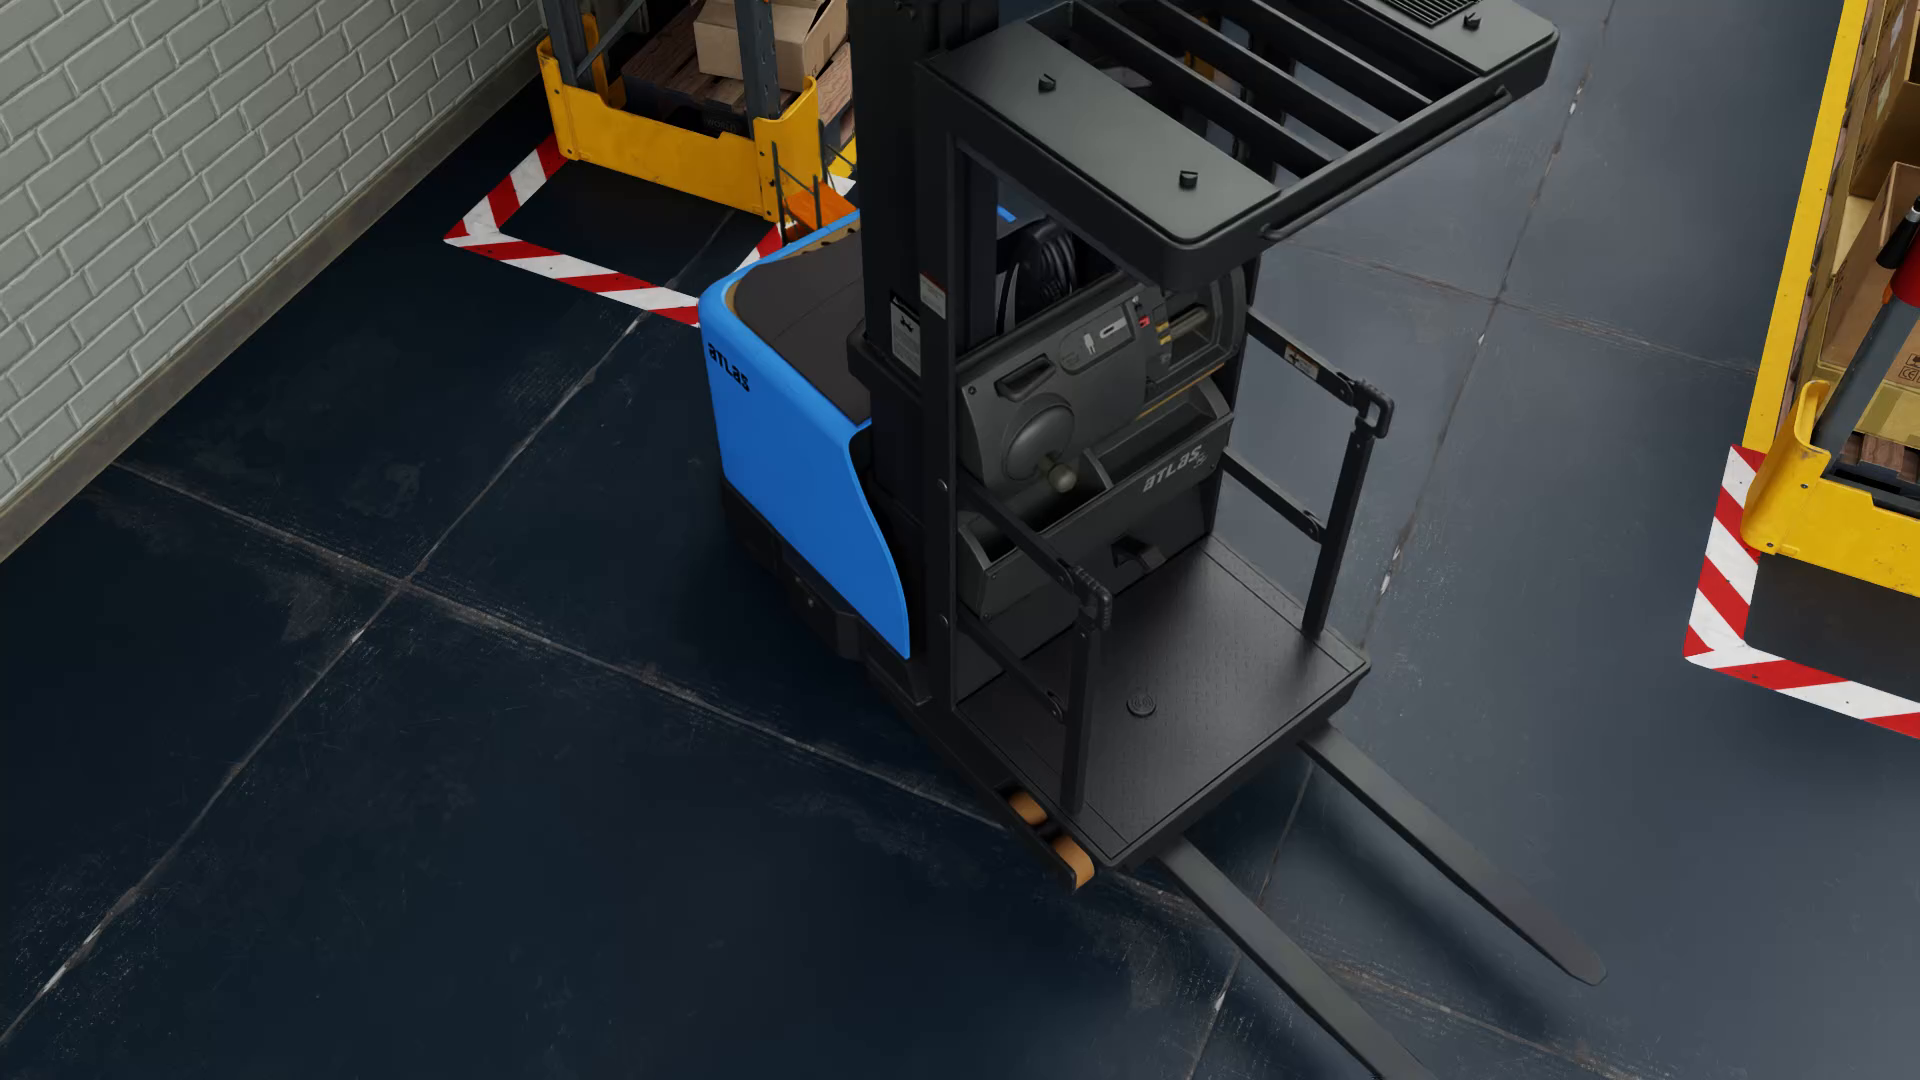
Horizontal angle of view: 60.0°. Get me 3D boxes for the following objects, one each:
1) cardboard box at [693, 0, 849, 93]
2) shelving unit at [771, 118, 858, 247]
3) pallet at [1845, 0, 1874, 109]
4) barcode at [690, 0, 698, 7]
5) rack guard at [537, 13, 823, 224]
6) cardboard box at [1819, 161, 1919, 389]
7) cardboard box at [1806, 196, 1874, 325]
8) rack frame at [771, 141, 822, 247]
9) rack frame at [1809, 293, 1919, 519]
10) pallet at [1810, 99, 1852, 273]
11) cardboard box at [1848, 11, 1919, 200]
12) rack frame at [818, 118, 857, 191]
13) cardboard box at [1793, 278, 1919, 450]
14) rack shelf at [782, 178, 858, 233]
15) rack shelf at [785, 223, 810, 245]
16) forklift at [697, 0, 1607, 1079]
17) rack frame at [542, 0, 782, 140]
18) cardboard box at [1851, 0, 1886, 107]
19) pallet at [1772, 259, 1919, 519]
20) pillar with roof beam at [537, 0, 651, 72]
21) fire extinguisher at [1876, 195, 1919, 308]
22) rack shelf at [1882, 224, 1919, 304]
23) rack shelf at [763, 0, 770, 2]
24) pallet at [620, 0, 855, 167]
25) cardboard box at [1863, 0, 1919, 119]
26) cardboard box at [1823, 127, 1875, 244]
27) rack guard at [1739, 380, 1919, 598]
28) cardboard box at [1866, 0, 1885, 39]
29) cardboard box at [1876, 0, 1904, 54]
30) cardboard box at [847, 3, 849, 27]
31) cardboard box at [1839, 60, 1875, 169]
[{"bbox_3d":[-0.809,-2.234,7.158,0.500,0.311,0.500,14,51,12],"label":"cardboard box"},{"bbox_3d":[-0.445,-0.844,5.679,0.189,1.200,0.258,-32,57,-24],"label":"shelving unit"},{"bbox_3d":[4.626,-2.223,7.503,1.003,0.211,1.213,20,52,16],"label":"pallet"},{"bbox_3d":[-1.163,-2.380,7.276,0.001,0.075,0.075,20,52,16],"label":"barcode"},{"bbox_3d":[-1.153,-1.758,6.918,1.175,0.500,0.348,20,52,16],"label":"rack guard"},{"bbox_3d":[3.255,-0.861,5.550,0.500,0.500,0.500,20,52,16],"label":"cardboard box"},{"bbox_3d":[3.459,-0.965,6.131,0.500,0.250,0.500,20,52,16],"label":"cardboard box"},{"bbox_3d":[-0.515,-0.799,5.641,0.006,1.200,0.240,-32,57,-24],"label":"rack frame"},{"bbox_3d":[3.295,-0.906,4.552,1.000,3.000,0.127,20,52,16],"label":"rack frame"},{"bbox_3d":[4.106,-1.380,6.786,1.003,0.211,1.213,20,52,16],"label":"pallet"},{"bbox_3d":[3.669,-1.554,6.140,0.500,0.500,0.500,20,52,16],"label":"cardboard box"},{"bbox_3d":[-0.374,-0.888,5.717,0.006,1.200,0.240,-32,57,-24],"label":"rack frame"},{"bbox_3d":[3.257,-0.617,5.835,0.500,0.250,0.500,20,52,16],"label":"cardboard box"},{"bbox_3d":[-0.446,-1.049,5.440,0.180,0.103,0.258,-32,57,-24],"label":"rack shelf"},{"bbox_3d":[-0.445,-0.971,5.531,0.180,0.103,0.258,-32,57,-24],"label":"rack shelf"},{"bbox_3d":[0.520,-0.367,4.138,1.130,2.935,3.031,-32,57,-24],"label":"forklift"},{"bbox_3d":[-1.186,-2.516,5.921,1.000,3.000,0.127,20,52,16],"label":"rack frame"},{"bbox_3d":[4.095,-2.000,7.012,0.500,0.250,0.500,20,52,16],"label":"cardboard box"},{"bbox_3d":[3.583,-0.543,6.073,1.003,0.211,1.213,20,52,16],"label":"pallet"},{"bbox_3d":[2.223,-3.823,3.094,9.100,9.000,0.400,20,52,16],"label":"pillar with roof beam"},{"bbox_3d":[2.824,-0.951,4.641,0.296,0.674,0.183,20,52,16],"label":"fire extinguisher"},{"bbox_3d":[4.149,-2.051,5.998,1.077,0.370,4.000,20,52,16],"label":"rack shelf"},{"bbox_3d":[-0.331,-3.660,7.367,1.077,0.370,4.000,20,52,16],"label":"rack shelf"},{"bbox_3d":[-0.774,-2.212,7.494,1.003,0.211,1.213,20,52,16],"label":"pallet"},{"bbox_3d":[3.883,-1.898,6.433,0.500,0.500,0.500,20,52,16],"label":"cardboard box"},{"bbox_3d":[3.671,-1.310,6.425,0.500,0.250,0.500,20,52,16],"label":"cardboard box"},{"bbox_3d":[3.284,-0.080,5.490,1.175,0.500,0.348,20,52,16],"label":"rack guard"},{"bbox_3d":[4.313,-2.343,7.303,0.500,0.250,0.500,20,52,16],"label":"cardboard box"},{"bbox_3d":[4.095,-2.243,6.726,0.500,0.500,0.500,20,52,16],"label":"cardboard box"},{"bbox_3d":[-0.565,-2.627,7.492,0.500,0.311,0.500,24,54,19],"label":"cardboard box"},{"bbox_3d":[3.887,-1.654,6.717,0.500,0.250,0.500,20,52,16],"label":"cardboard box"}]
